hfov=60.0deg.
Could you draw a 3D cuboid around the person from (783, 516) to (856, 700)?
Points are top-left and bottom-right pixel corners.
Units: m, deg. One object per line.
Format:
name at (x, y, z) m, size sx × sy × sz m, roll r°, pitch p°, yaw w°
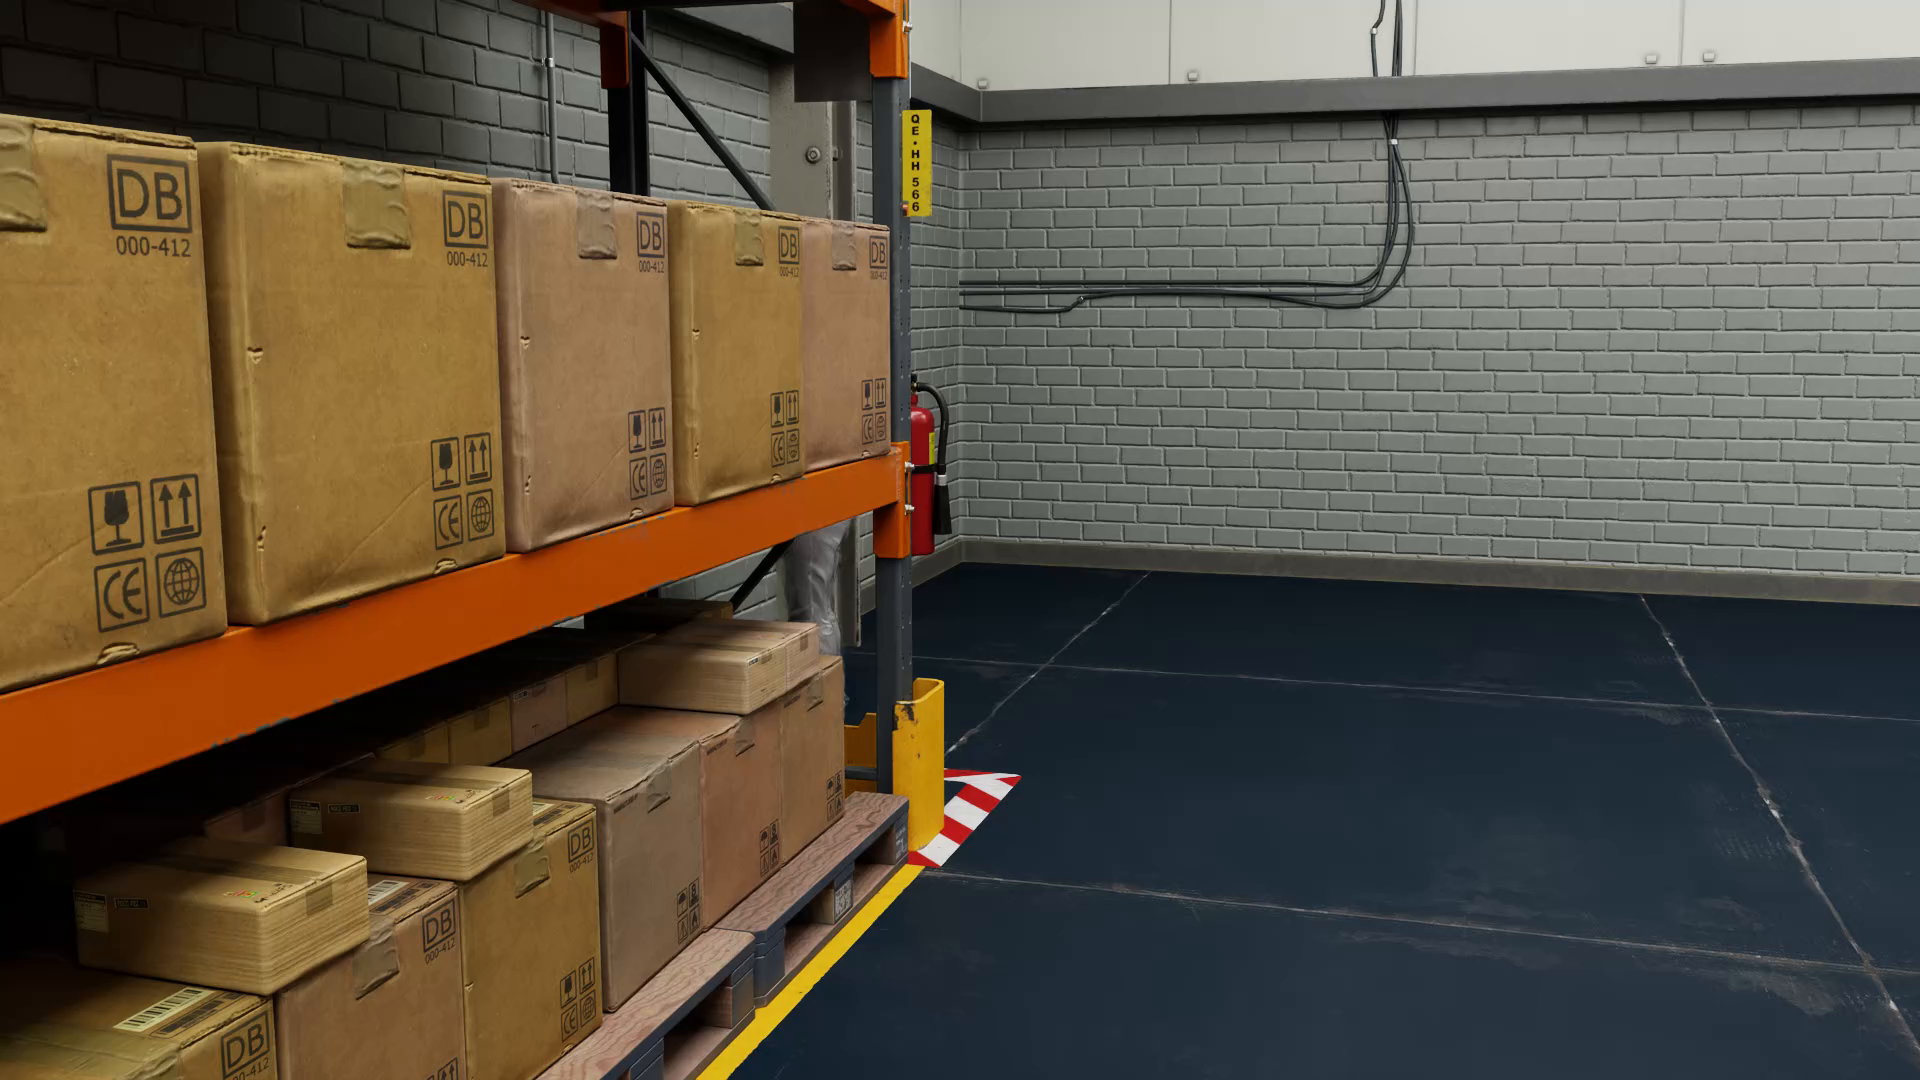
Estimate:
person at (-0.675, -0.092, 6.867) m, size 0.566 × 1.771 × 0.530 m, roll 1°, pitch 8°, yaw 5°
